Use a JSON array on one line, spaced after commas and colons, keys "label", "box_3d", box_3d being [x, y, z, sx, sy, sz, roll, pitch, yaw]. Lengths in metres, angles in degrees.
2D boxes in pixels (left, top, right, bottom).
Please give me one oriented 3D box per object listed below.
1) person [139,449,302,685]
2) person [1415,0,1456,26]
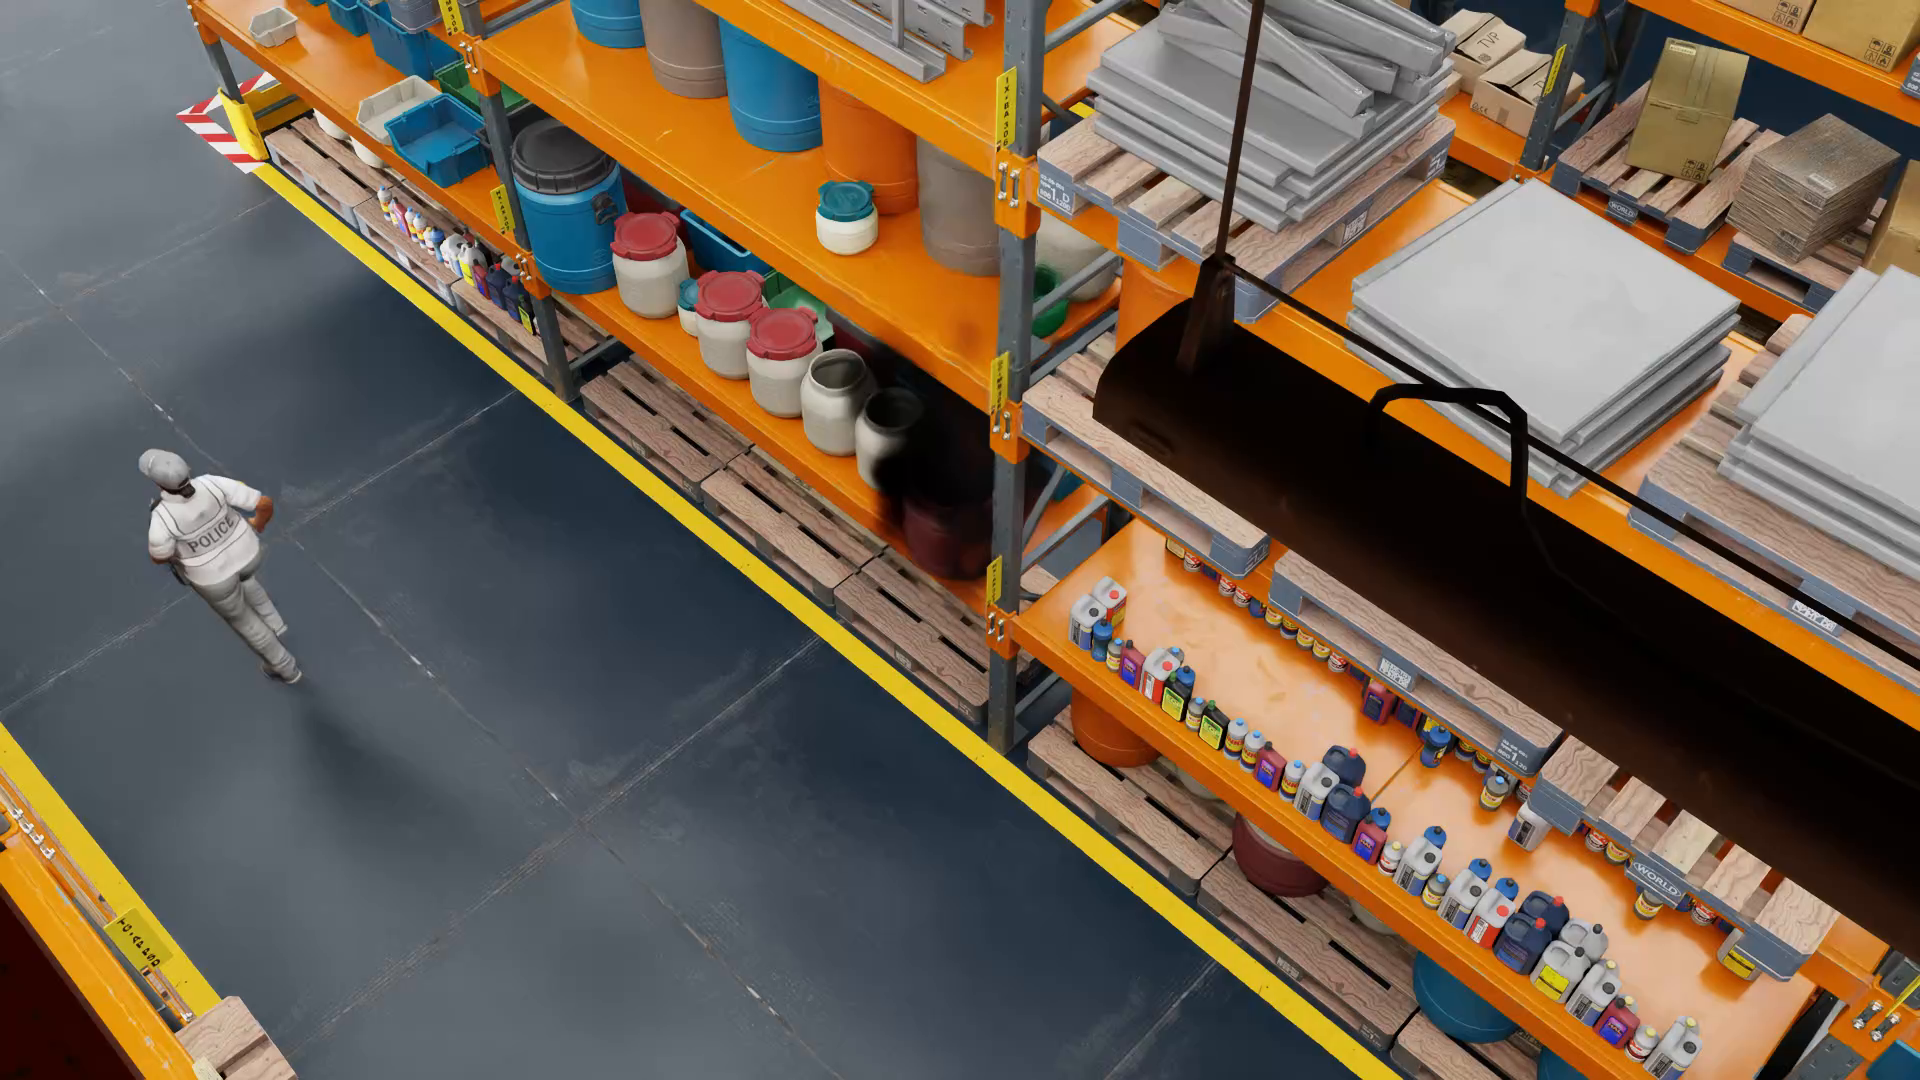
[{"label": "person", "box_3d": [-3.929, 0.140, 8.856, 0.691, 1.774, 0.575, 24, 54, 19]}, {"label": "person", "box_3d": [3.819, -4.457, 12.977, 0.688, 1.759, 0.675, 28, 55, 21]}]
